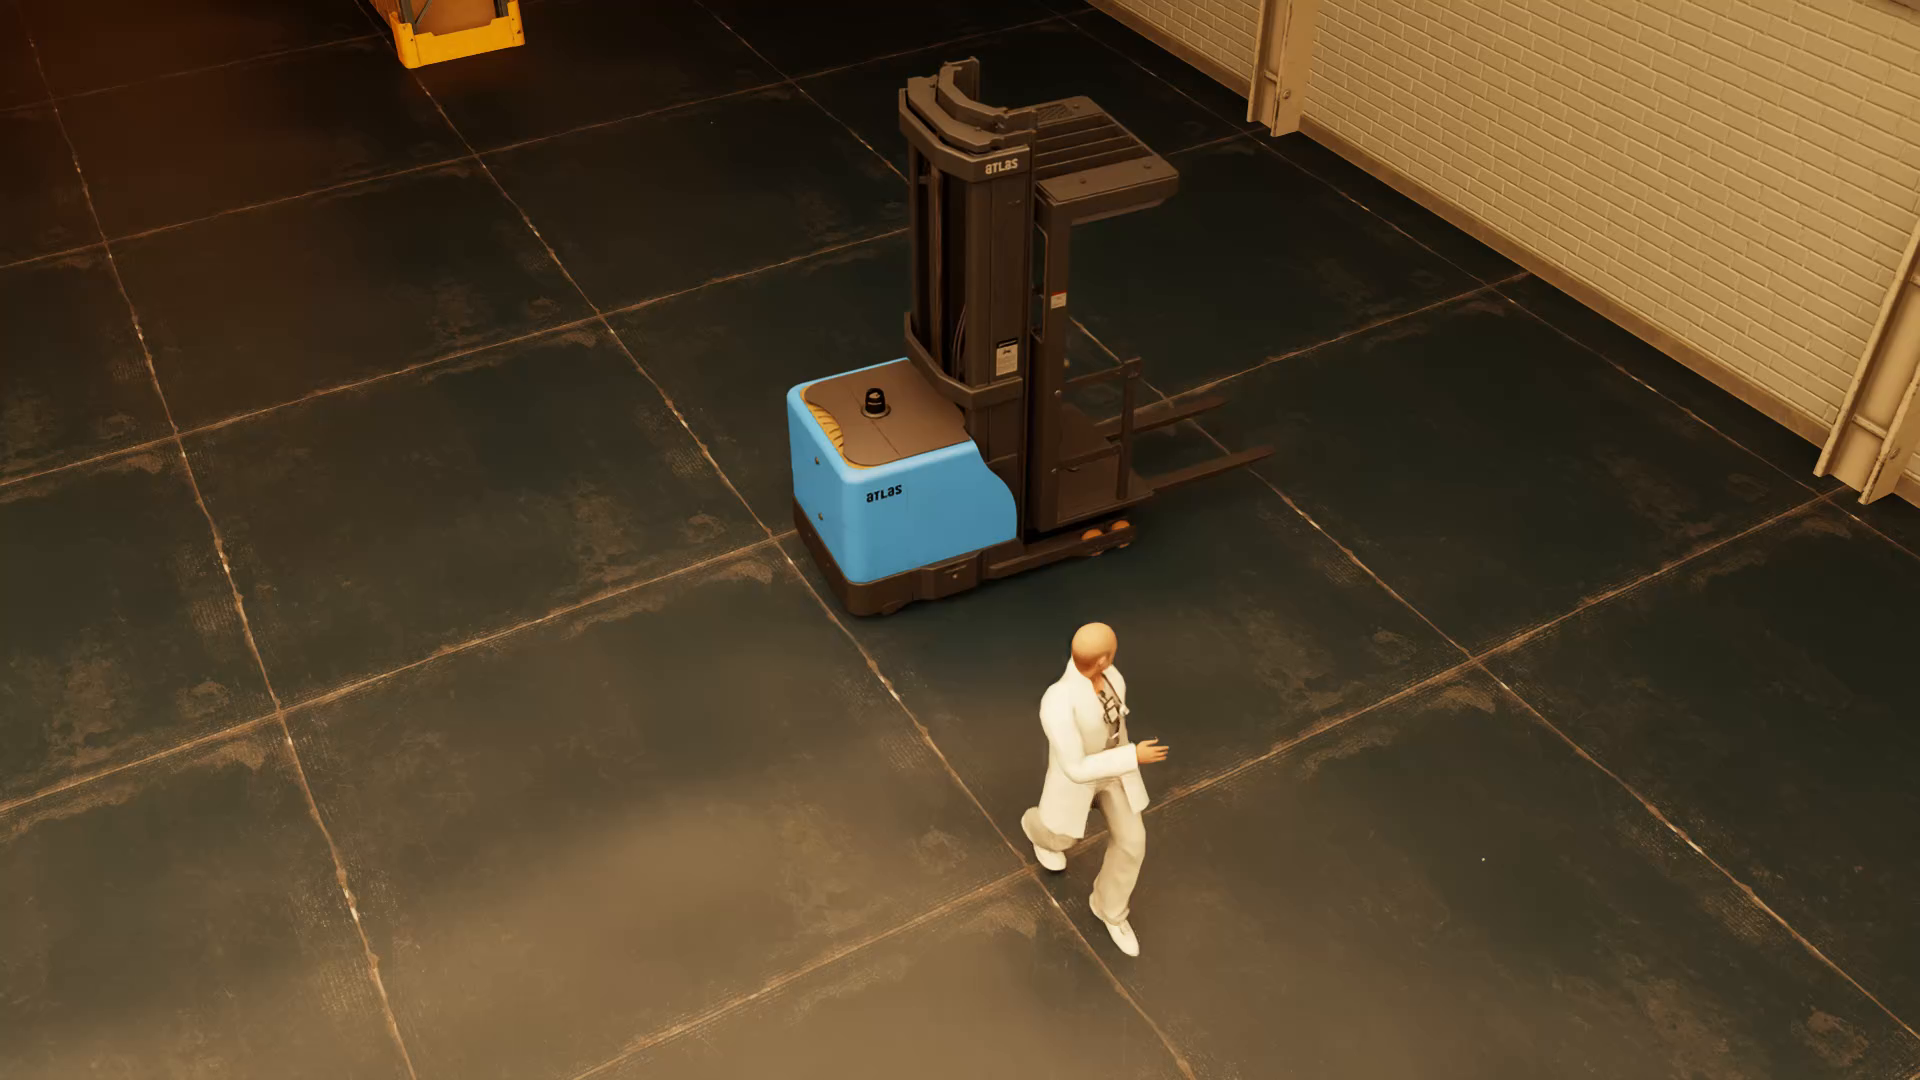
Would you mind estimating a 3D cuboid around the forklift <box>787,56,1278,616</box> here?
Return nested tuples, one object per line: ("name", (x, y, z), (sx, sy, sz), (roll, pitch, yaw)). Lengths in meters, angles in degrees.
("forklift", (0.530, -1.319, 9.626), (3.031, 2.935, 1.130), (-17, 42, -19))

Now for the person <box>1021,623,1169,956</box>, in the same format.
("person", (0.606, 1.065, 7.757), (0.597, 1.706, 1.007), (-24, 45, -26))
